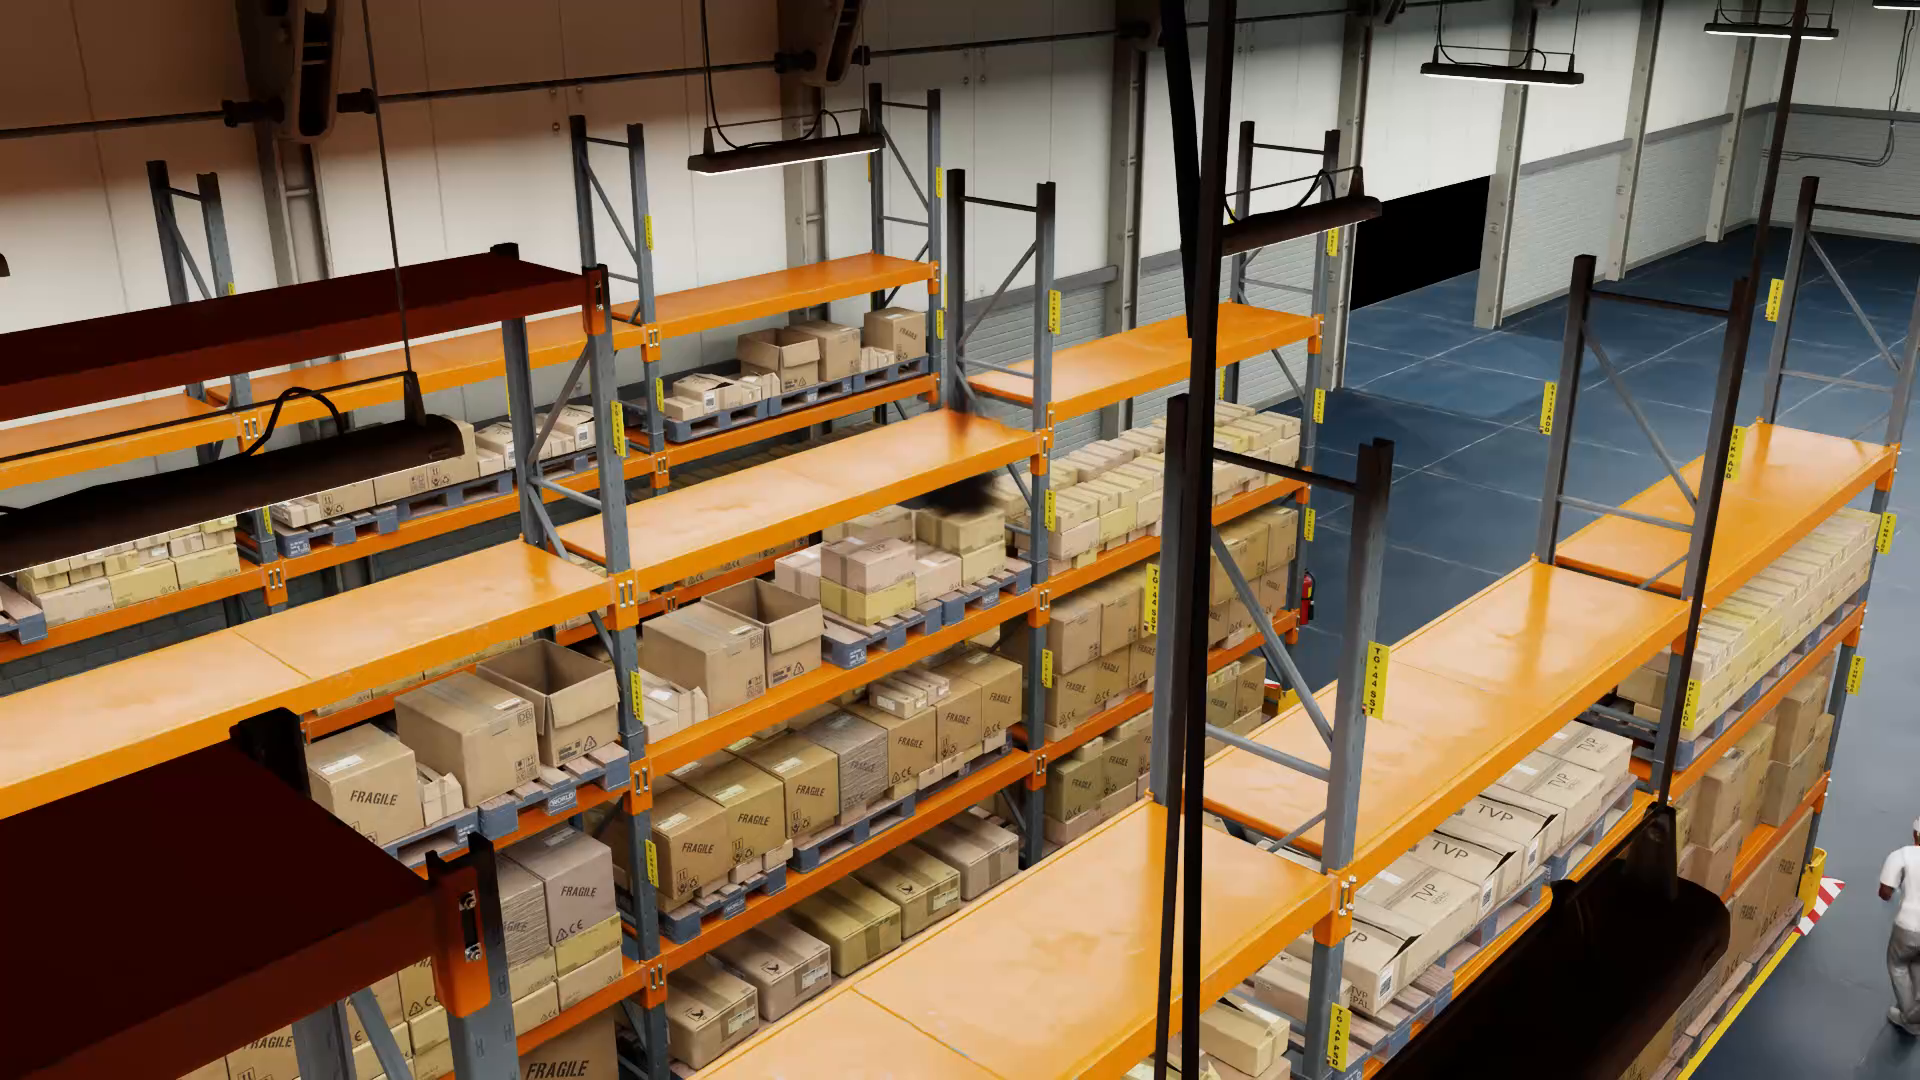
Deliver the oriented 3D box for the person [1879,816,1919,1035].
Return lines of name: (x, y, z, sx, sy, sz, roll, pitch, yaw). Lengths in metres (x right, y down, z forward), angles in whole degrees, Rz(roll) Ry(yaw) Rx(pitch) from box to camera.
person: (7.222, 2.883, 12.442, 0.695, 1.566, 0.891, 5, 22, 12)
